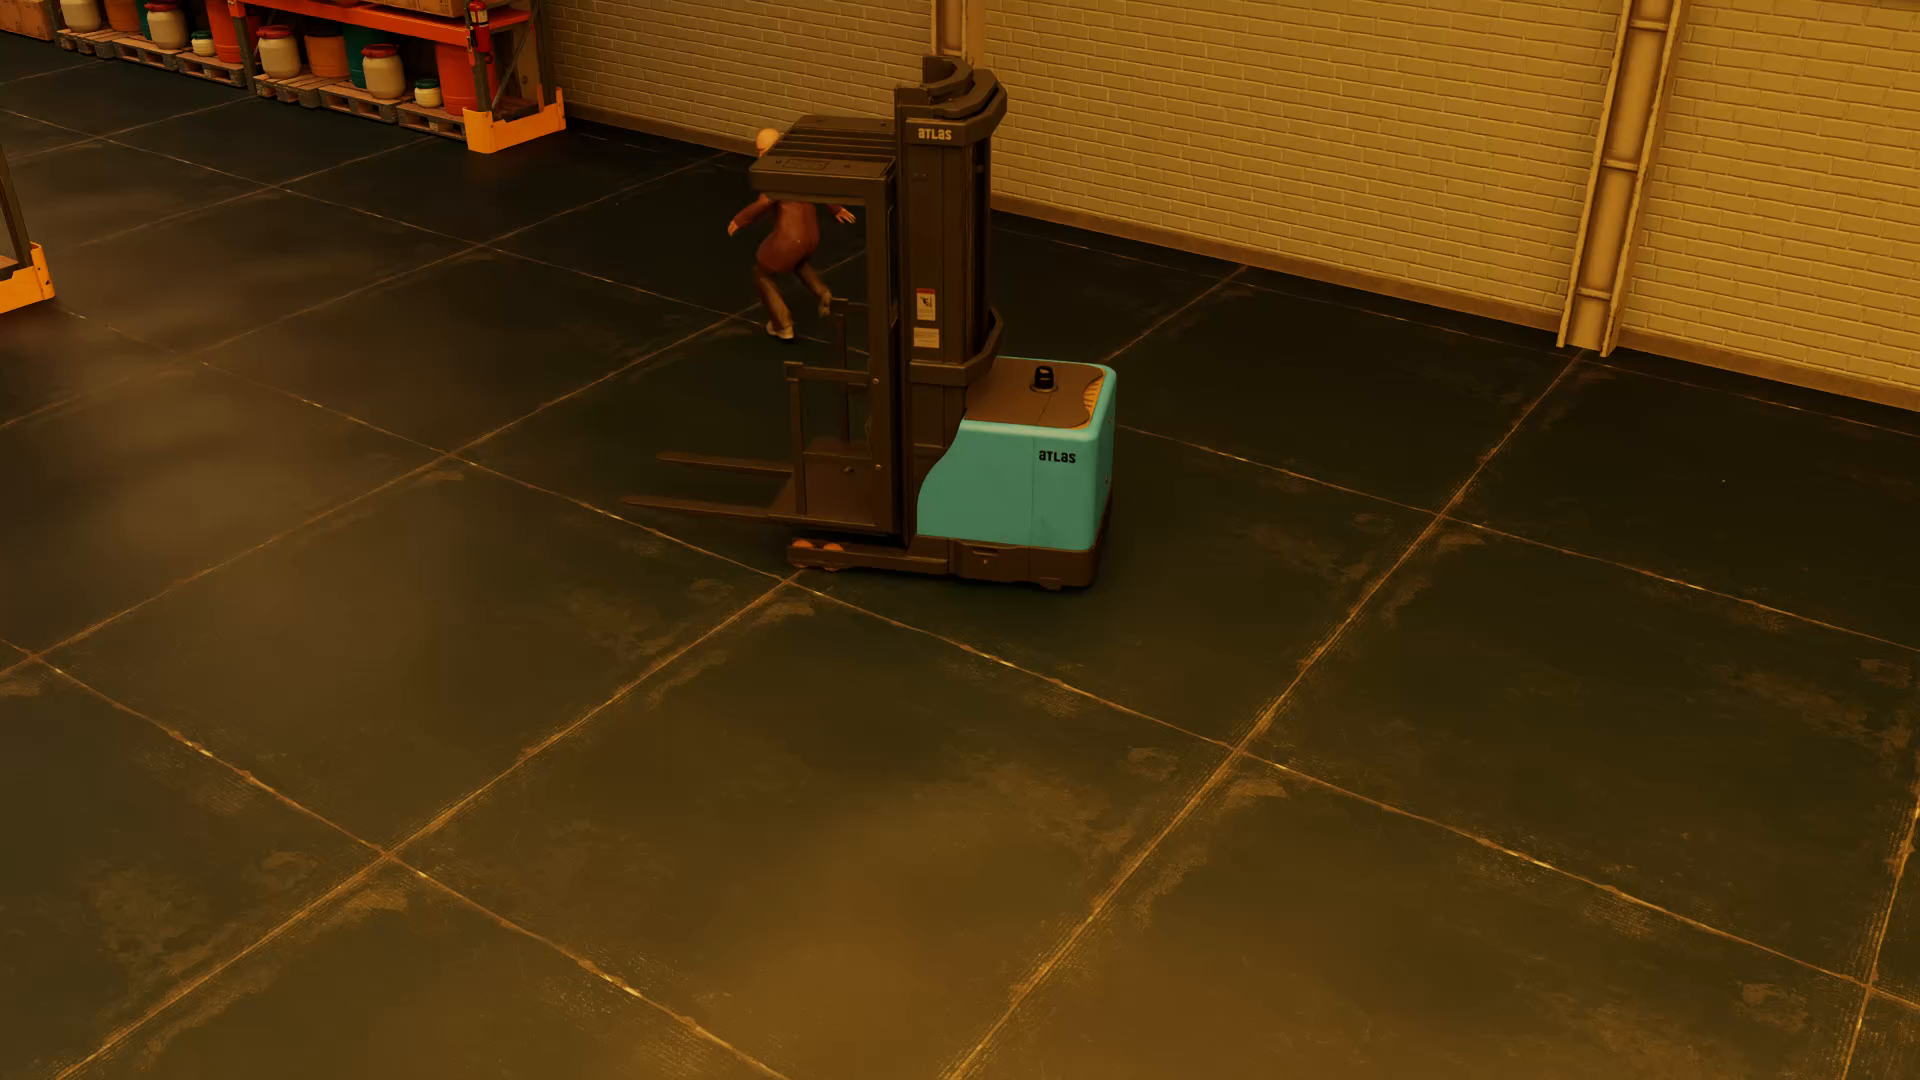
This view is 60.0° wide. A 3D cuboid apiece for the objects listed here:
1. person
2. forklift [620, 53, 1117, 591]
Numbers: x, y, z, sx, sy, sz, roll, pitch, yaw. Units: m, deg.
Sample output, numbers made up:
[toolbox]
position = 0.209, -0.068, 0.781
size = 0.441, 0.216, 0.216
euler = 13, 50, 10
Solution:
[person]
position = -1.331, -2.420, 13.164
size = 0.539, 1.688, 1.069
euler = 17, 34, 27
[forklift]
position = -0.596, -1.330, 9.871
size = 3.031, 2.935, 1.130
euler = 6, 31, 10
